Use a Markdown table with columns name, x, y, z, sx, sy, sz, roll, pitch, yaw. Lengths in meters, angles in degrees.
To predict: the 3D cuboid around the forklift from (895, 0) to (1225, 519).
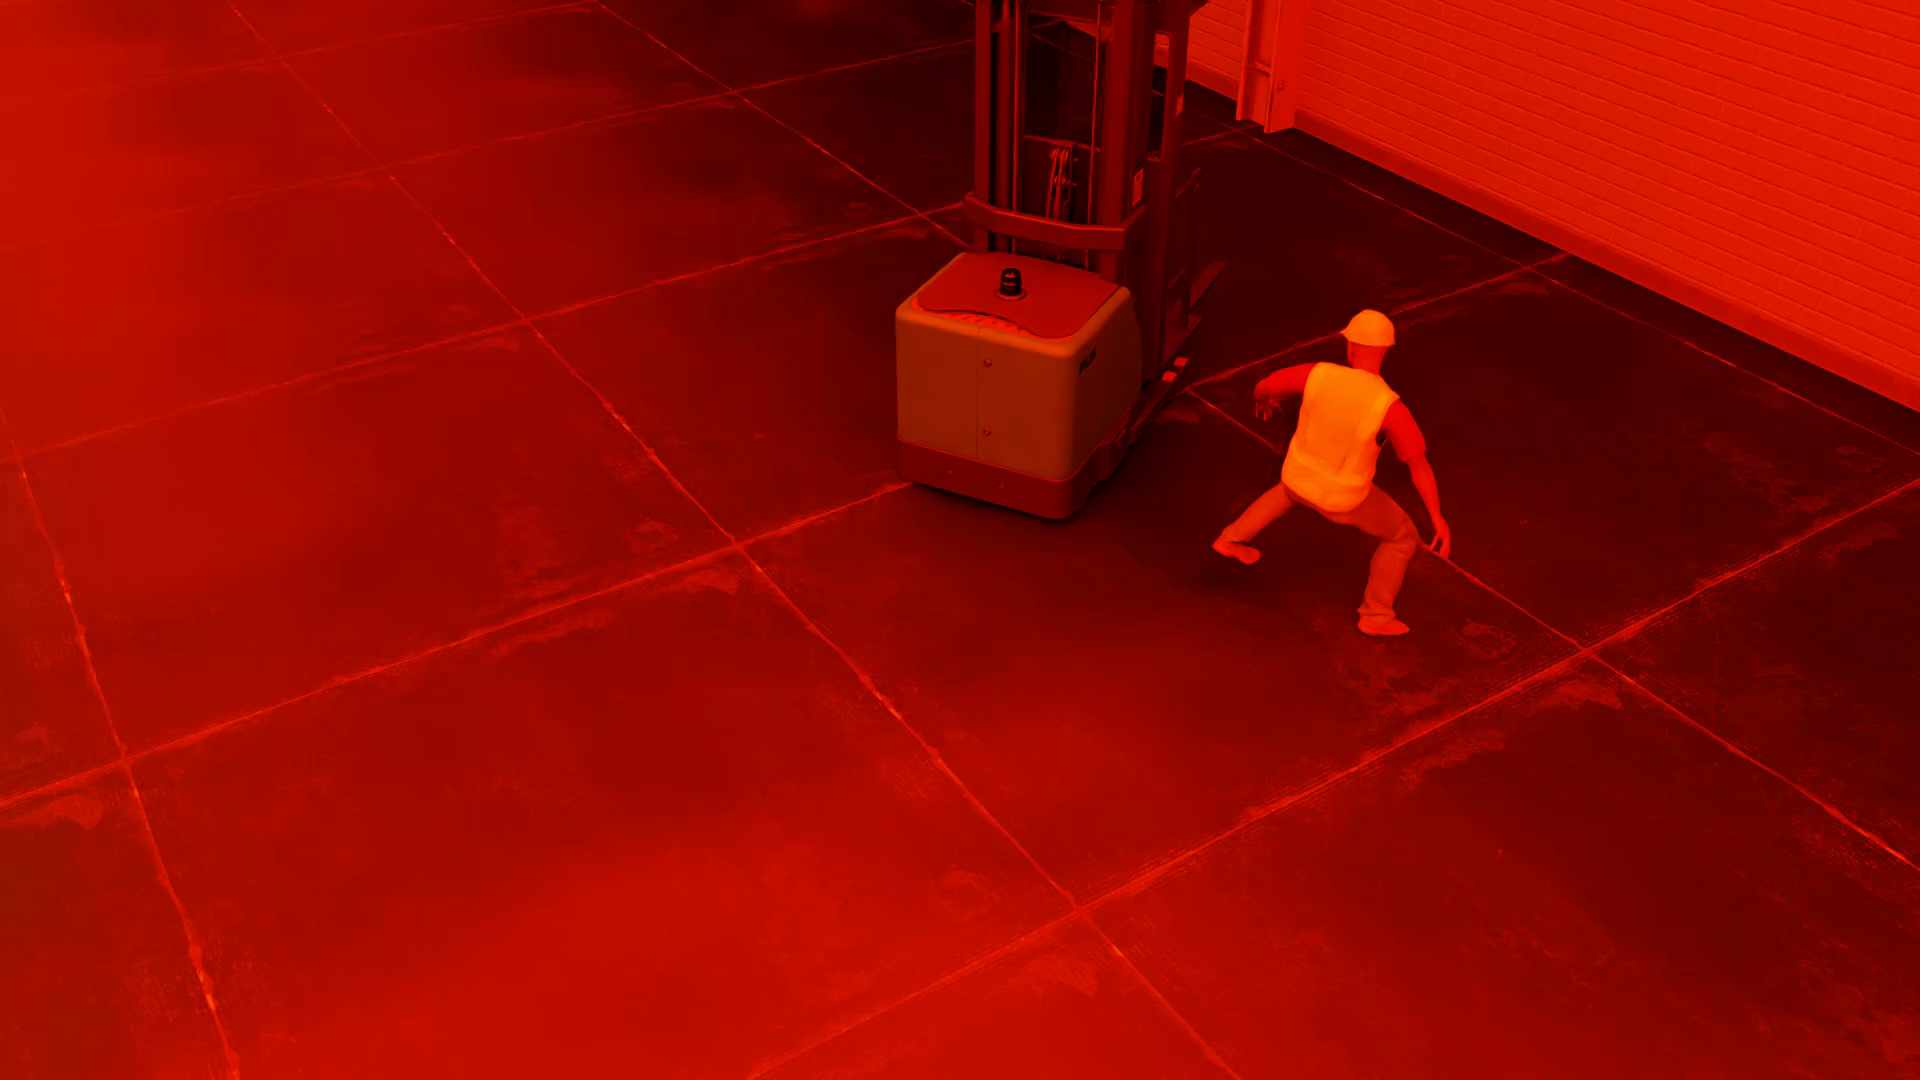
| name | x | y | z | sx | sy | sz | roll | pitch | yaw |
| --- | --- | --- | --- | --- | --- | --- | --- | --- | --- |
| forklift | 0.761 | -2.140 | 9.194 | 1.130 | 2.935 | 3.031 | 16 | 38 | 21 |

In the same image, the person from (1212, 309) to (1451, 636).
| name | x | y | z | sx | sy | sz | roll | pitch | yaw |
| --- | --- | --- | --- | --- | --- | --- | --- | --- | --- |
| person | 1.817 | -0.287 | 7.758 | 0.517 | 1.653 | 1.214 | -29 | 44 | -34 |
